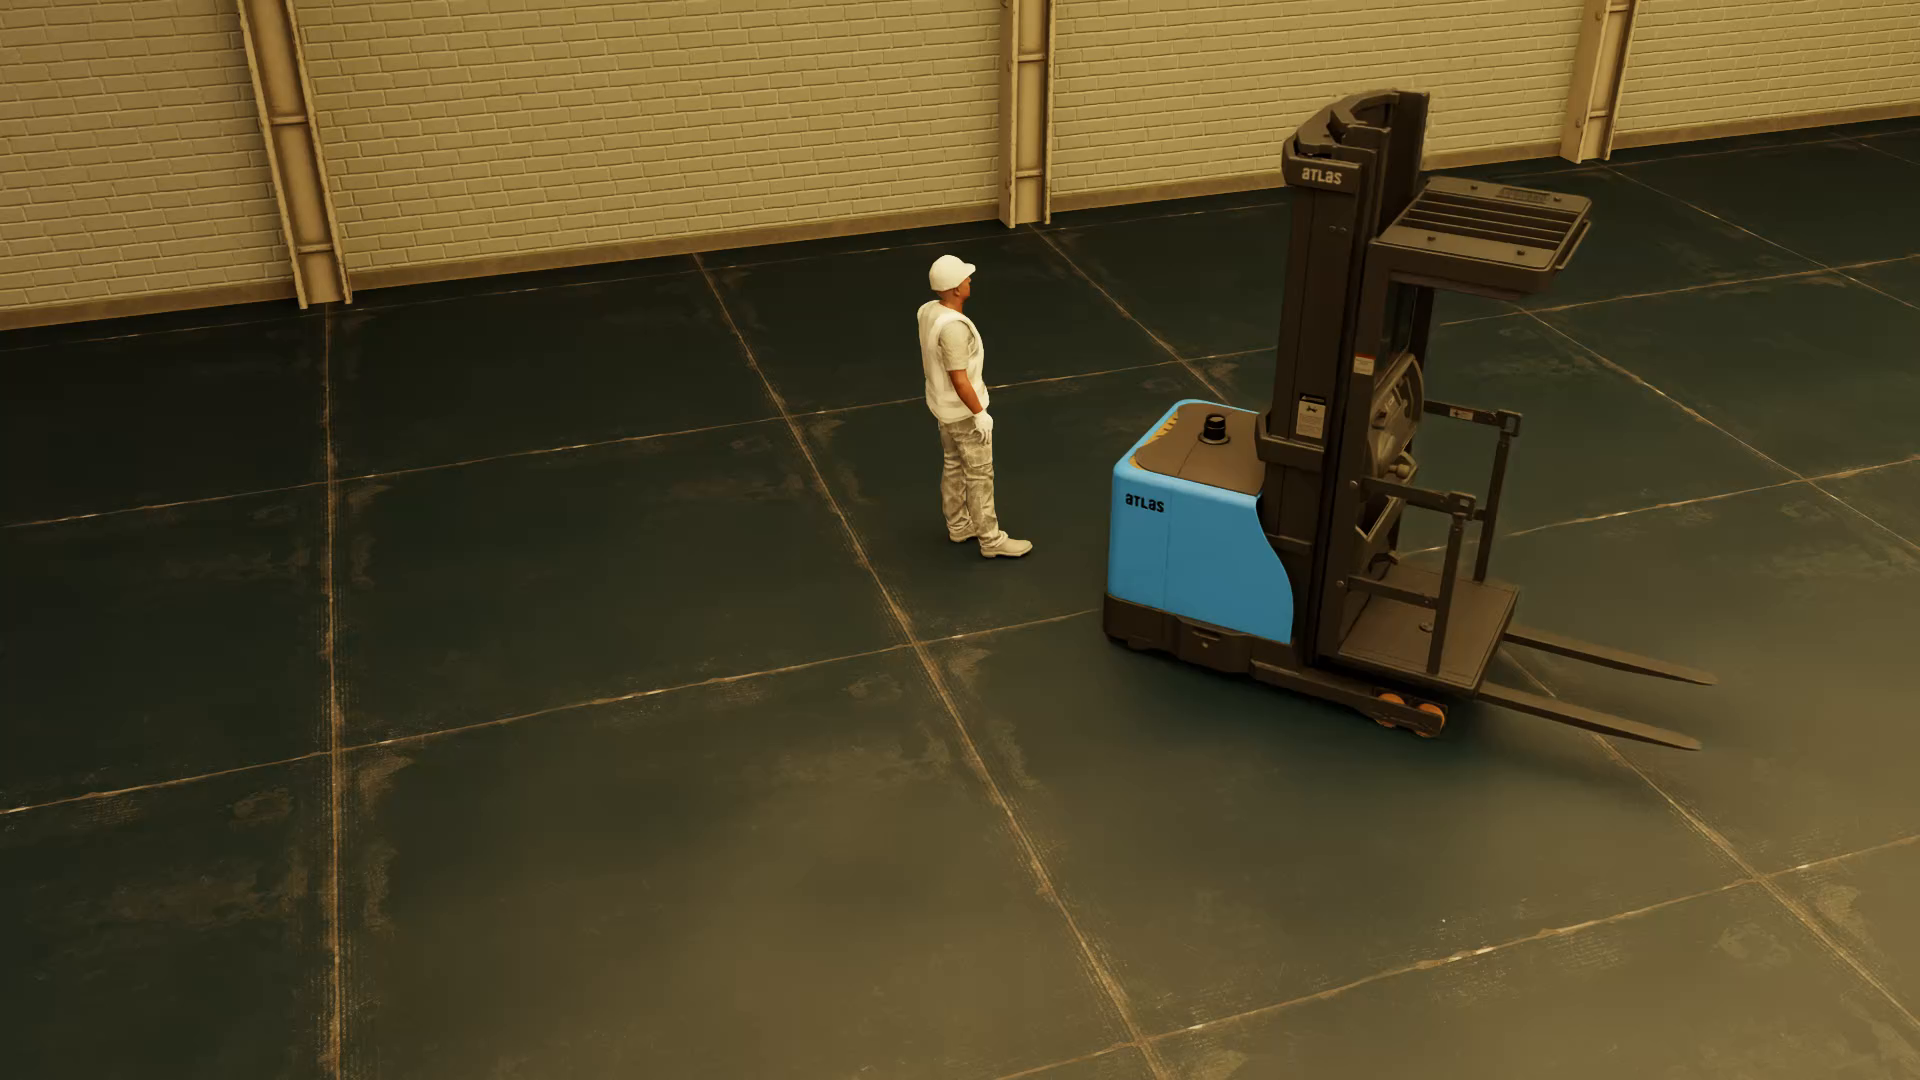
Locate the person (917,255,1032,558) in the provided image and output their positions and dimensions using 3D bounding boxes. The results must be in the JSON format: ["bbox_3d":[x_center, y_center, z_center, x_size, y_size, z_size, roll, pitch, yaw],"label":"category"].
[{"bbox_3d":[0.071,-0.787,9.590,0.576,1.783,0.657,-10,31,-16],"label":"person"}]

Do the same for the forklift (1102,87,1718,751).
[{"bbox_3d":[2.320,-0.587,8.106,3.031,2.935,1.130,15,33,24],"label":"forklift"}]
